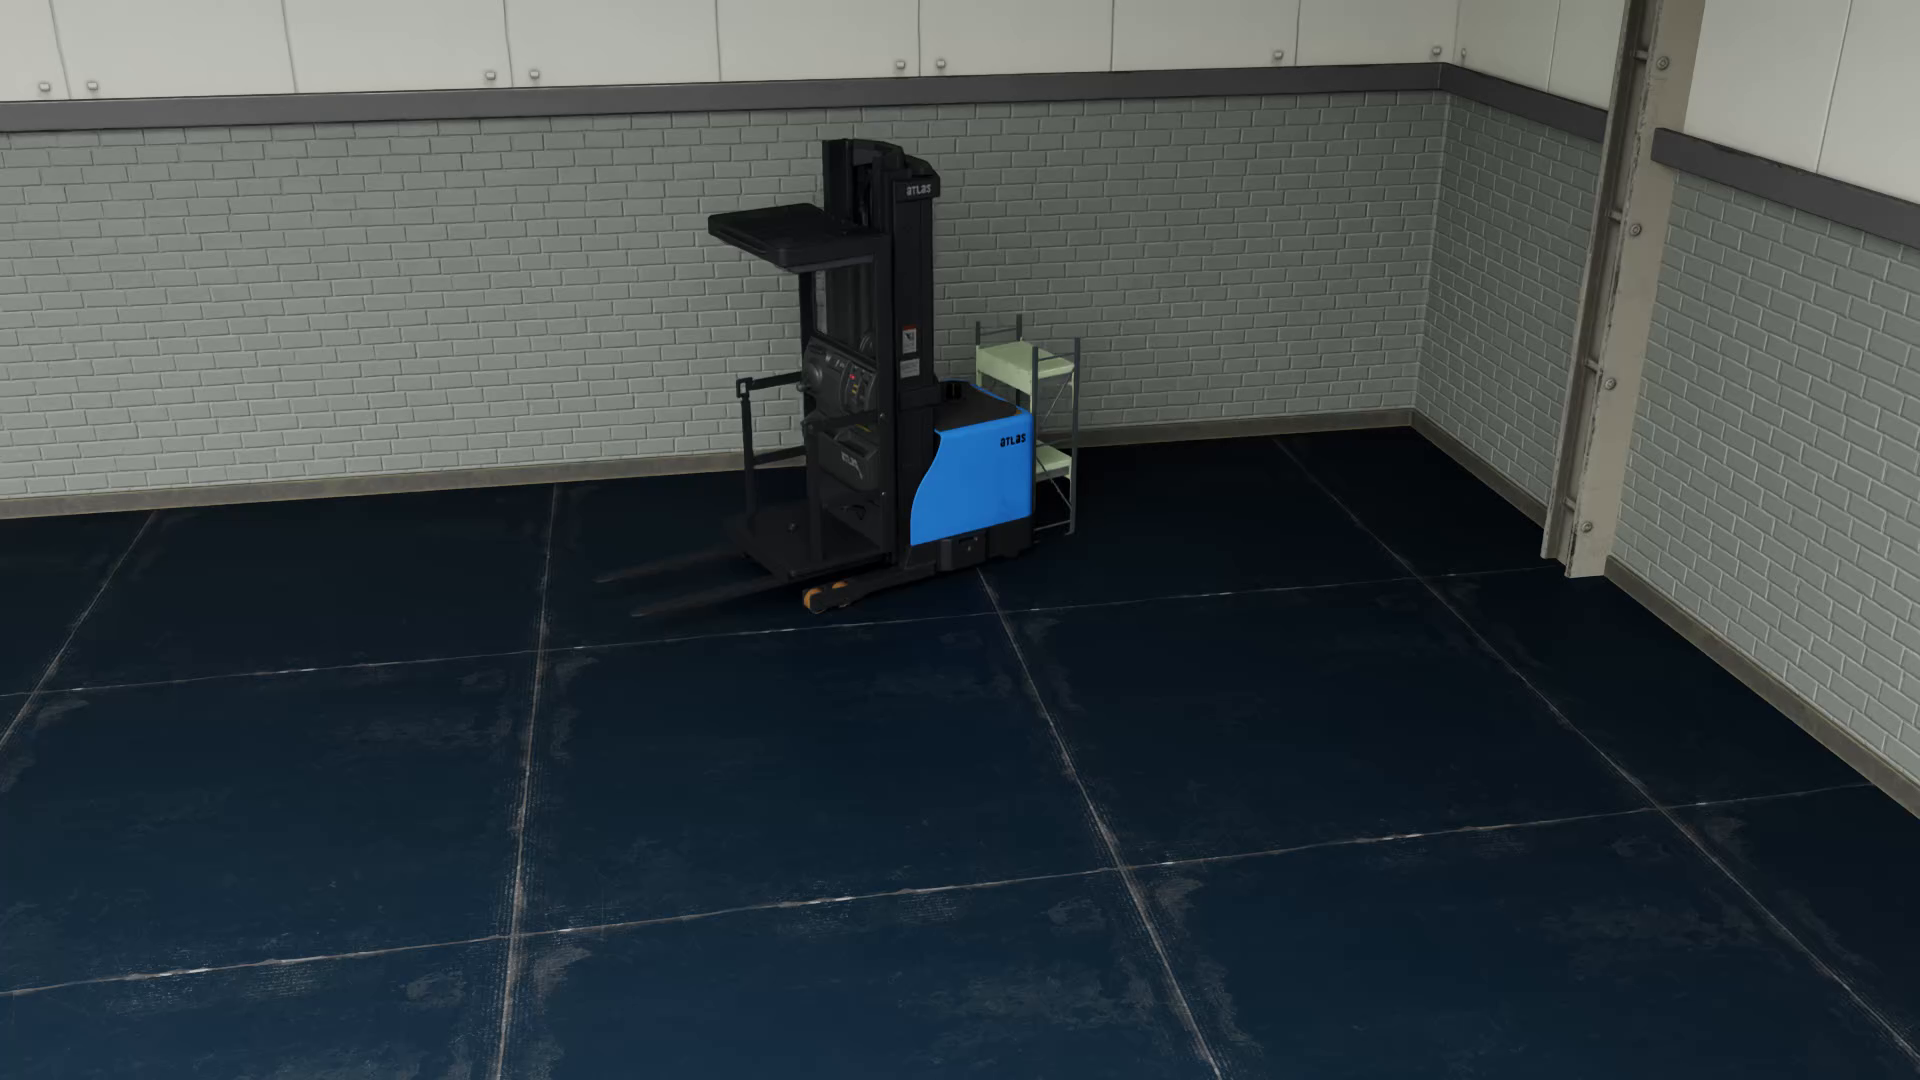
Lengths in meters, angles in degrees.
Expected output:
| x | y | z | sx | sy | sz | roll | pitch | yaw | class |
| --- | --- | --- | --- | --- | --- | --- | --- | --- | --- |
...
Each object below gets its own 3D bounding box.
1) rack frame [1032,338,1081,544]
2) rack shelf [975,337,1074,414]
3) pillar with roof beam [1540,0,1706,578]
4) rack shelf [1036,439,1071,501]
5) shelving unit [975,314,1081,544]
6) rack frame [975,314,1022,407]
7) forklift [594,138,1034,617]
| x | y | z | sx | sy | sz | roll | pitch | yaw | class |
| --- | --- | --- | --- | --- | --- | --- | --- | --- | --- |
| 0.679 | -0.700 | 11.980 | 0.400 | 1.500 | 0.023 | -14 | 27 | -29 | rack frame |
| 0.483 | -1.182 | 12.106 | 0.431 | 0.370 | 0.720 | -14 | 27 | -29 | rack shelf |
| 0.140 | -3.628 | 9.315 | 9.100 | 9.000 | 0.400 | -4 | 24 | -10 | pillar with roof beam |
| 0.483 | -0.525 | 12.393 | 0.431 | 0.370 | 0.720 | -14 | 27 | -29 | rack shelf |
| 0.483 | -0.824 | 12.263 | 0.431 | 1.500 | 0.755 | -14 | 27 | -29 | shelving unit |
| 0.286 | -0.948 | 12.546 | 0.400 | 1.500 | 0.023 | -14 | 27 | -29 | rack frame |
| -0.988 | -1.092 | 11.088 | 3.031 | 2.935 | 1.130 | -14 | 27 | -29 | forklift |
